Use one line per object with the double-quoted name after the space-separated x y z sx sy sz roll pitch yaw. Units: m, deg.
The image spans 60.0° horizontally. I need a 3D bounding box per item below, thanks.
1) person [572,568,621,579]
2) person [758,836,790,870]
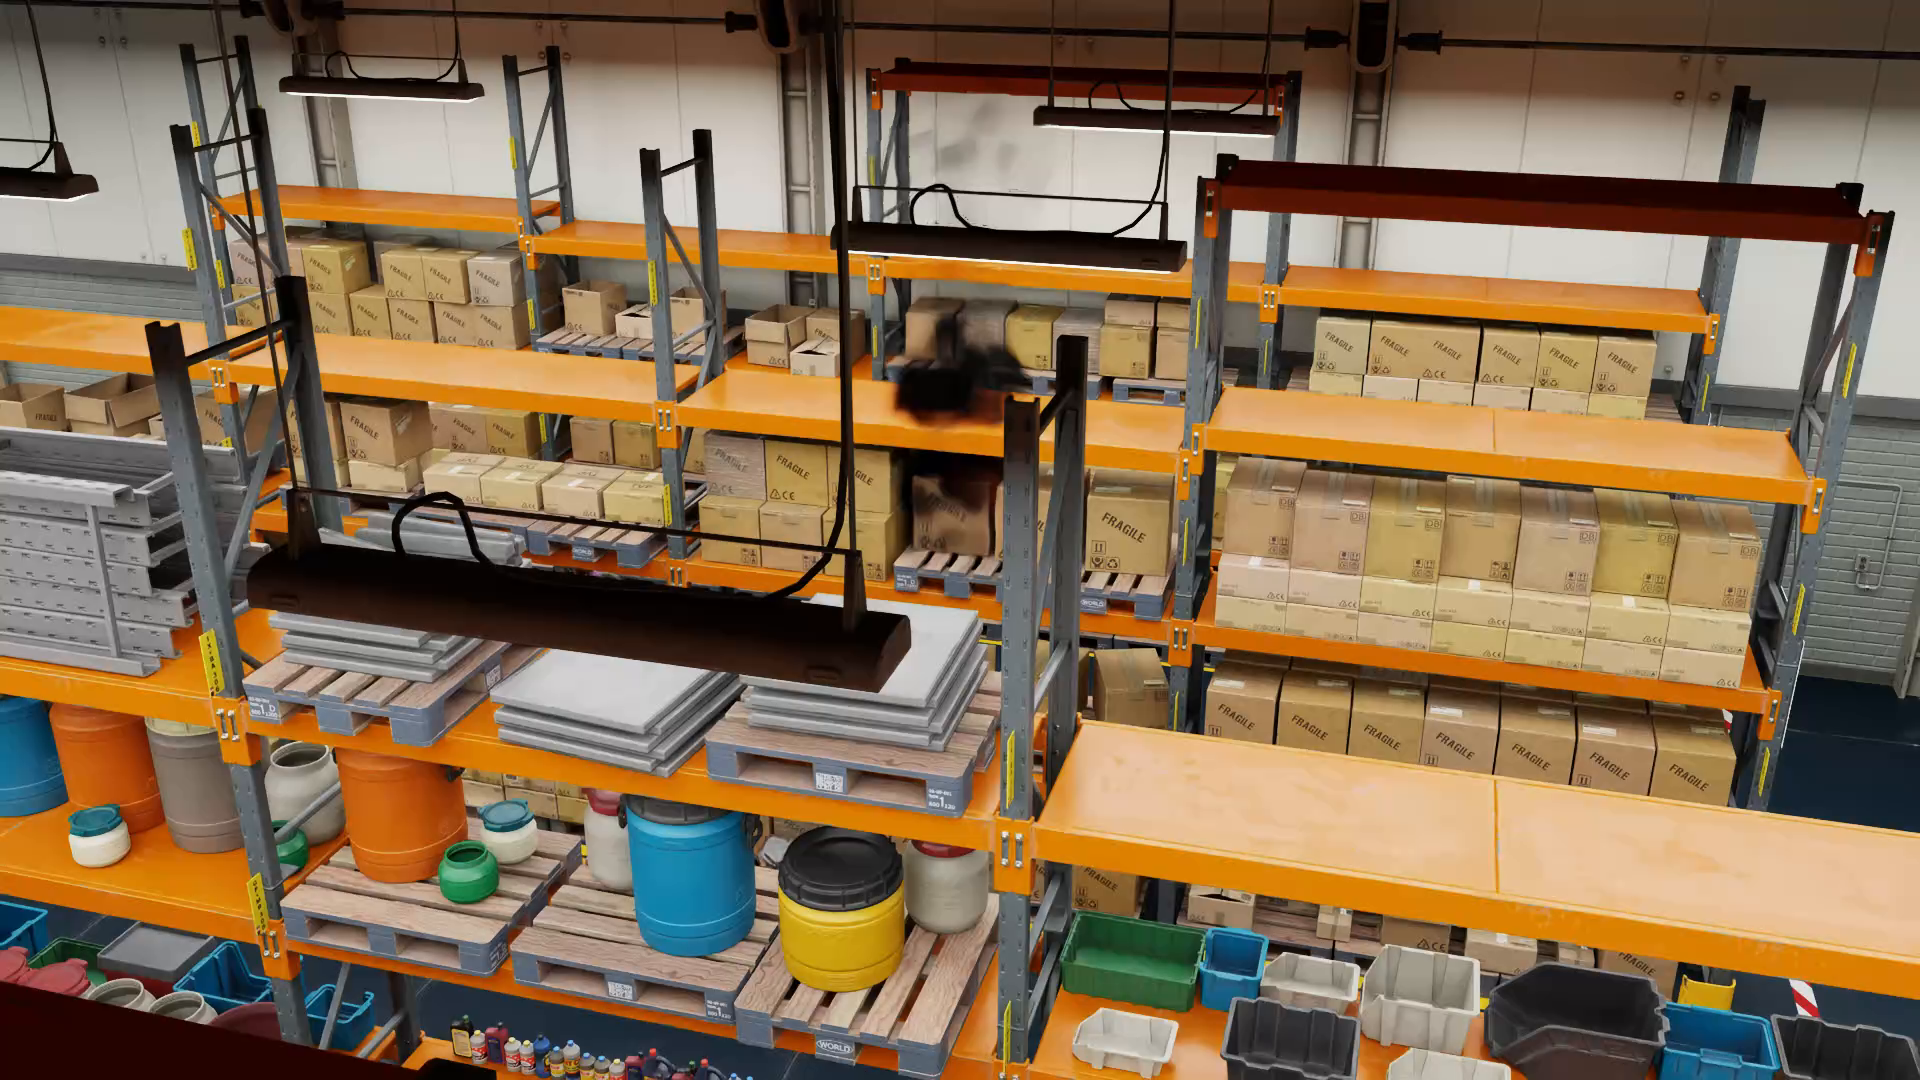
-3.689 0.836 16.726 0.680 1.548 0.569 3 23 8 "person"
-1.230 2.861 11.734 0.796 1.691 0.625 7 24 16 "person"
